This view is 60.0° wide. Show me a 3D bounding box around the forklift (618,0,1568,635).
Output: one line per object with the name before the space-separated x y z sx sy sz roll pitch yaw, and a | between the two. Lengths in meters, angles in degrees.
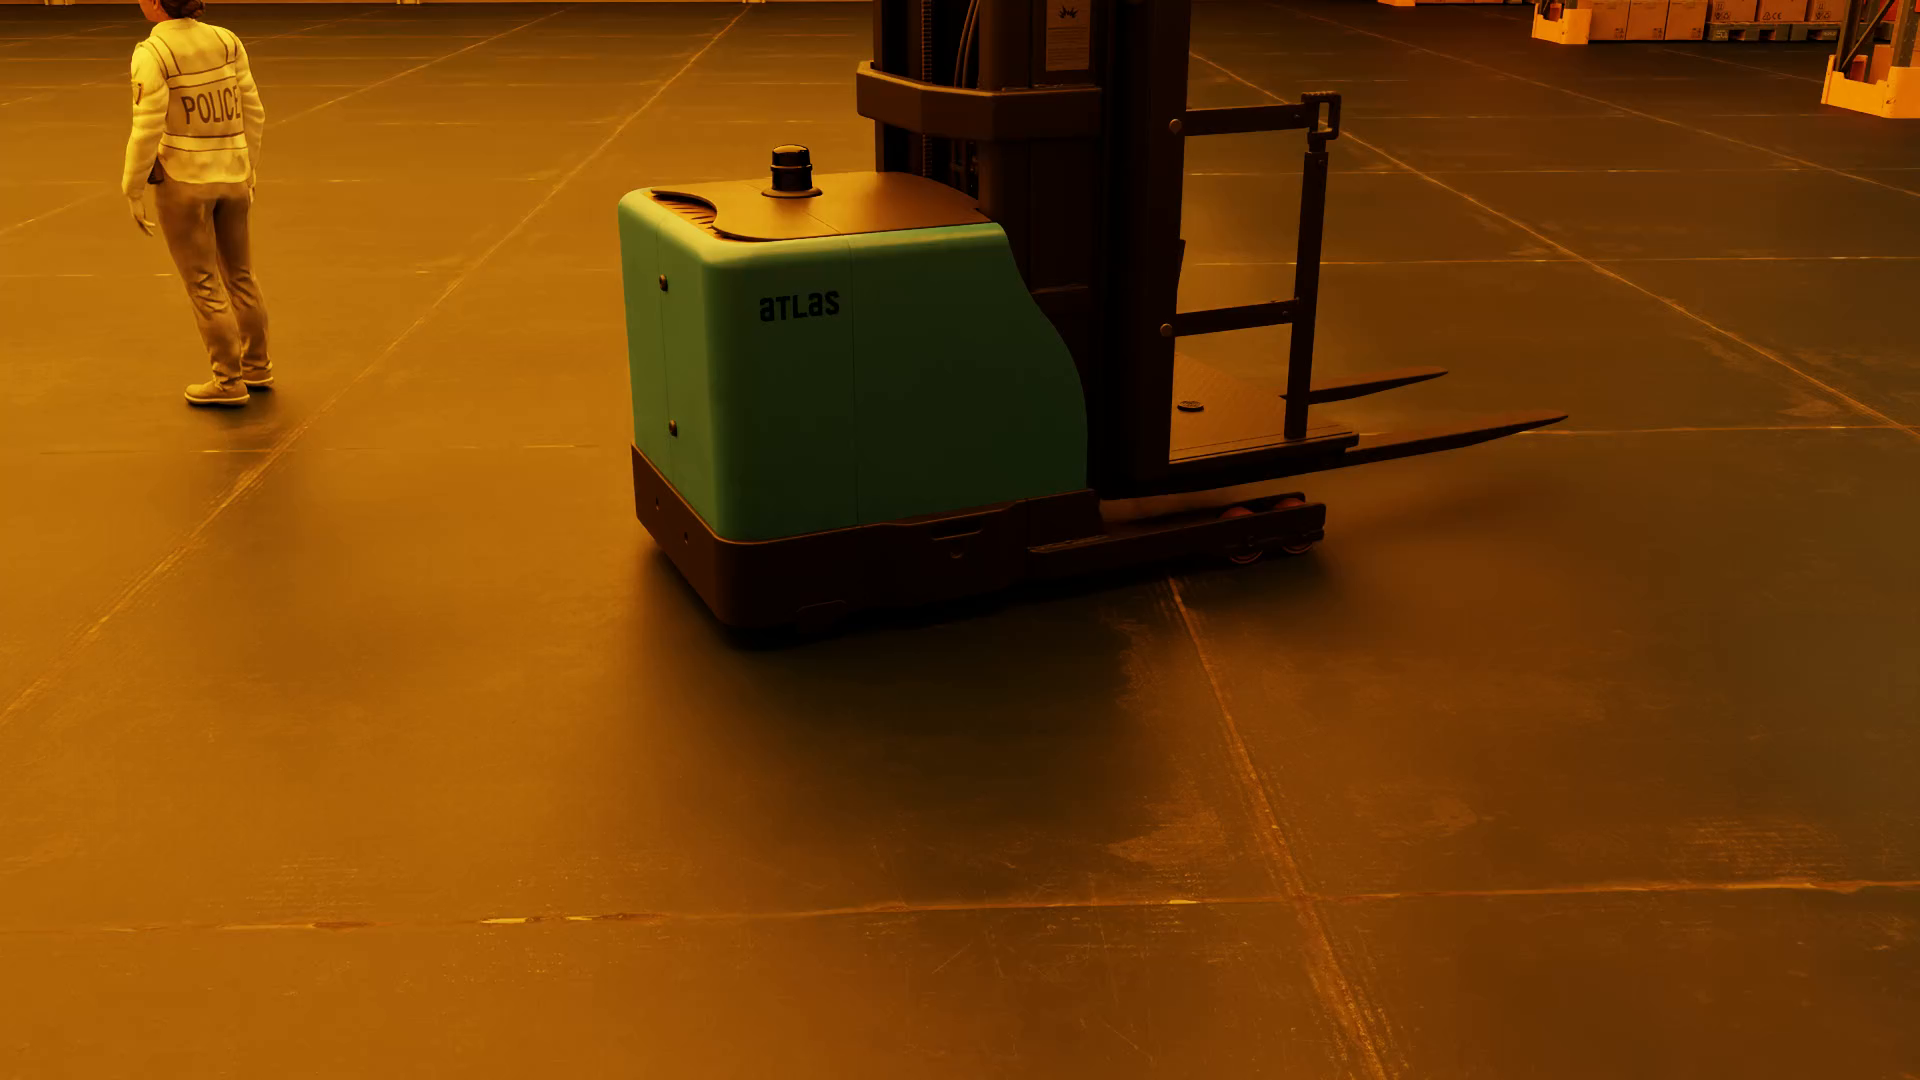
forklift | 0.552 -1.458 4.875 3.031 2.935 1.130 -10 23 -23

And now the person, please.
person | -2.896 -1.338 6.242 0.530 1.695 0.588 11 24 26
